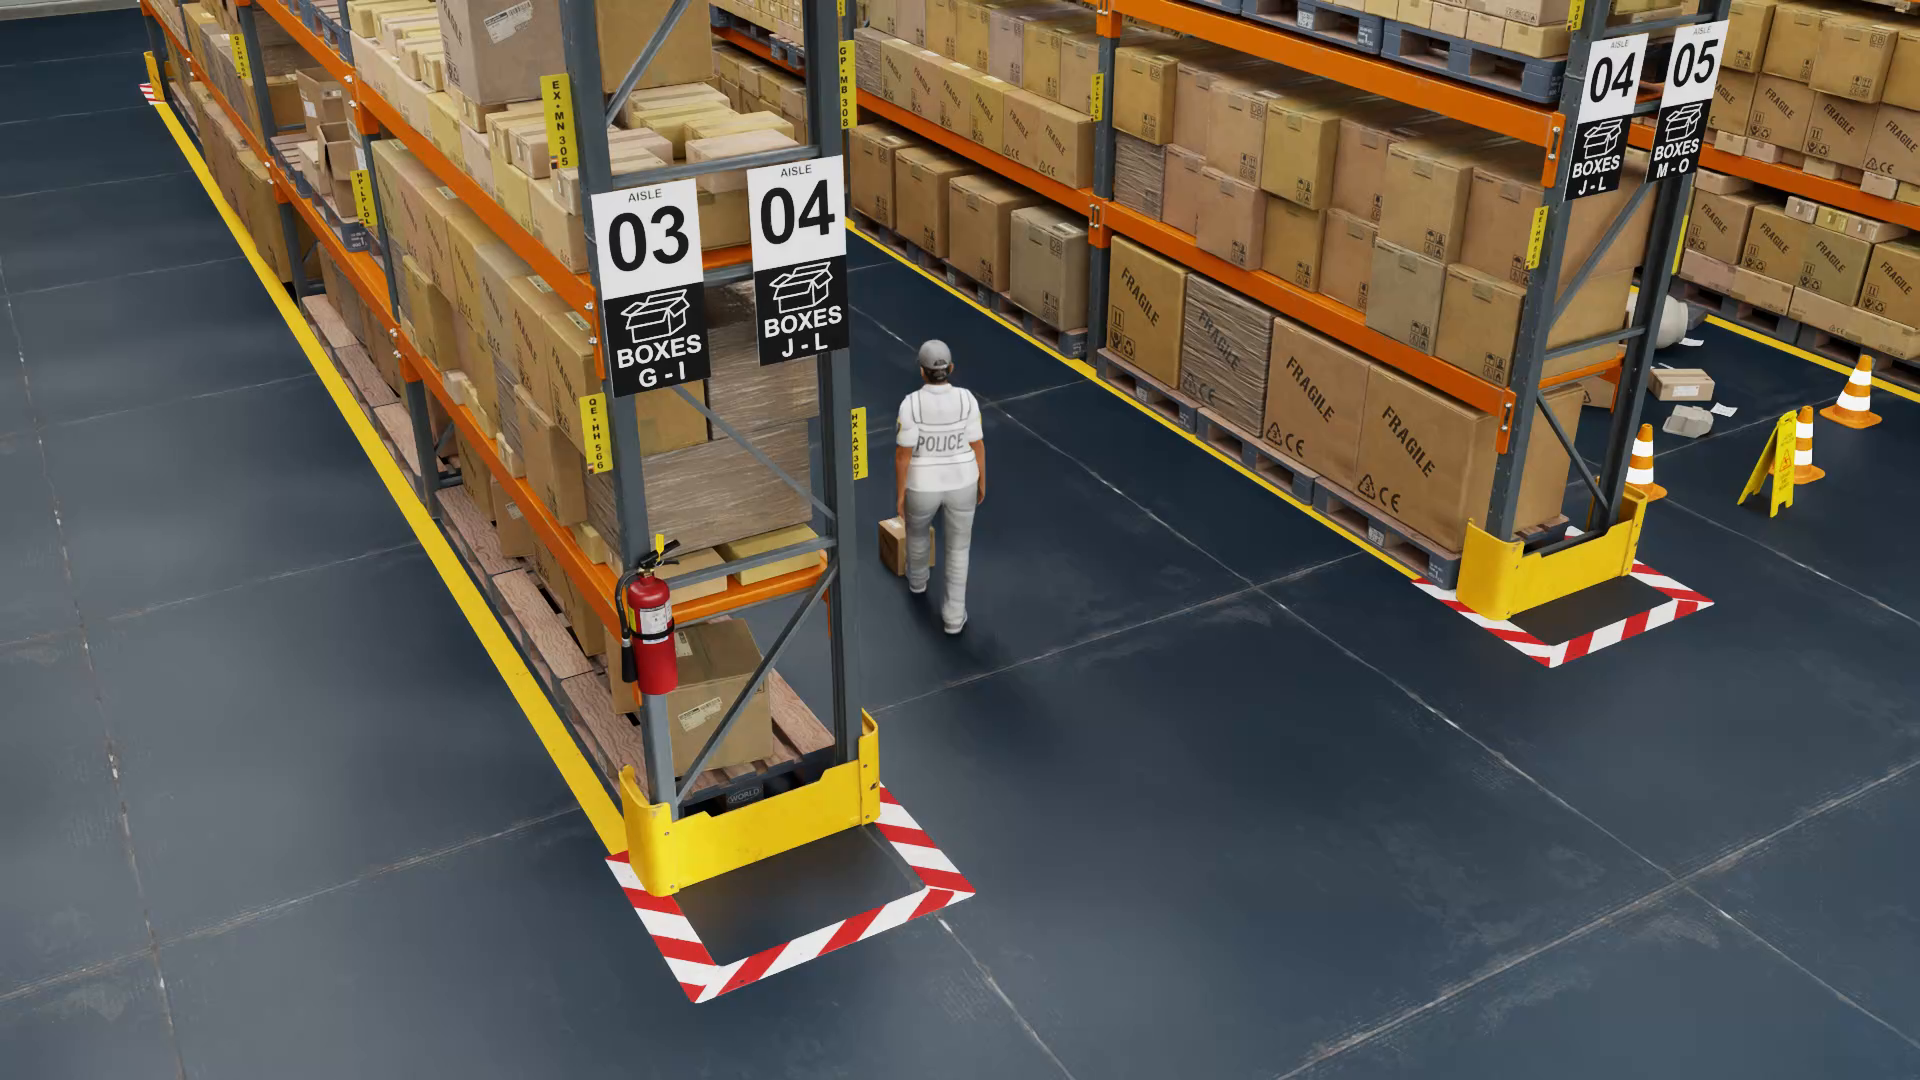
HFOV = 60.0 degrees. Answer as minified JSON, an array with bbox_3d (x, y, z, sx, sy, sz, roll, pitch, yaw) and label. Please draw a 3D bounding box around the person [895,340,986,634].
[{"bbox_3d":[-0.118,-0.353,9.178,0.501,1.650,0.760,-2,29,-4],"label":"person"}]
